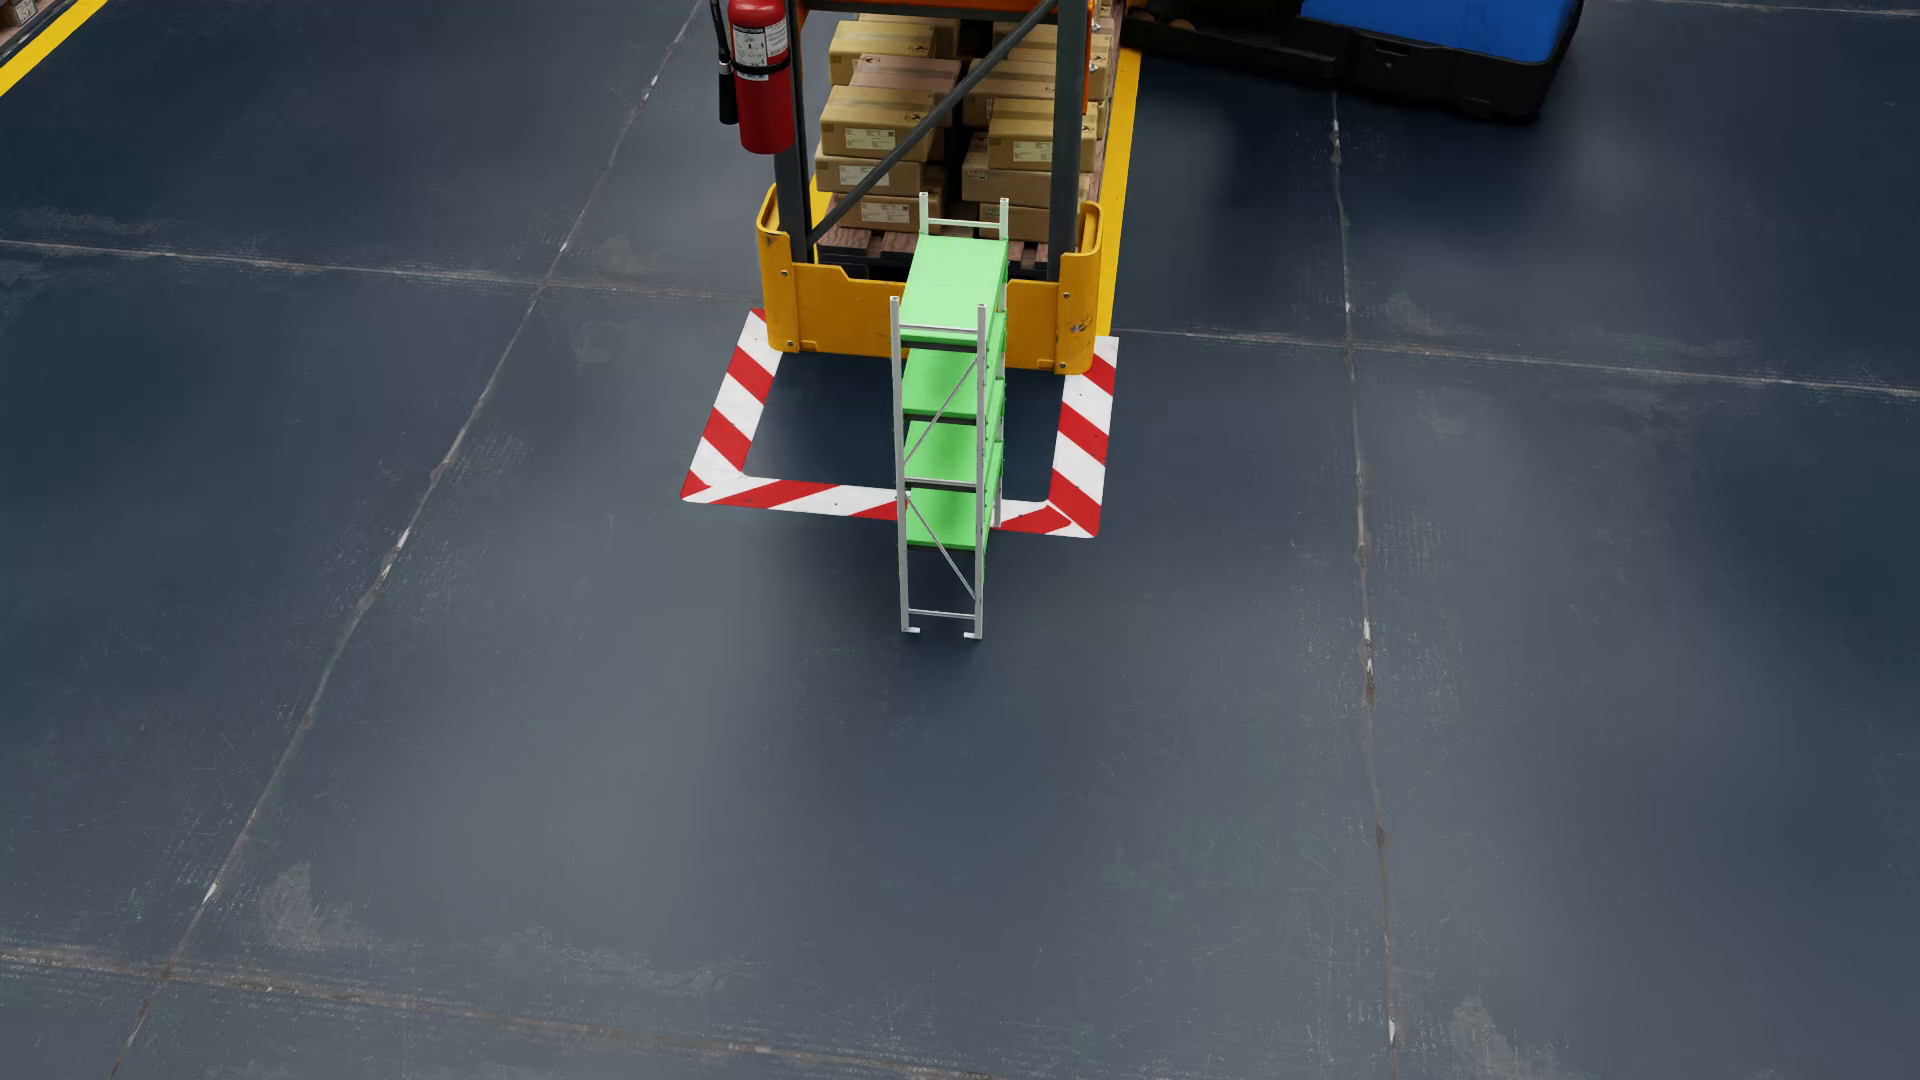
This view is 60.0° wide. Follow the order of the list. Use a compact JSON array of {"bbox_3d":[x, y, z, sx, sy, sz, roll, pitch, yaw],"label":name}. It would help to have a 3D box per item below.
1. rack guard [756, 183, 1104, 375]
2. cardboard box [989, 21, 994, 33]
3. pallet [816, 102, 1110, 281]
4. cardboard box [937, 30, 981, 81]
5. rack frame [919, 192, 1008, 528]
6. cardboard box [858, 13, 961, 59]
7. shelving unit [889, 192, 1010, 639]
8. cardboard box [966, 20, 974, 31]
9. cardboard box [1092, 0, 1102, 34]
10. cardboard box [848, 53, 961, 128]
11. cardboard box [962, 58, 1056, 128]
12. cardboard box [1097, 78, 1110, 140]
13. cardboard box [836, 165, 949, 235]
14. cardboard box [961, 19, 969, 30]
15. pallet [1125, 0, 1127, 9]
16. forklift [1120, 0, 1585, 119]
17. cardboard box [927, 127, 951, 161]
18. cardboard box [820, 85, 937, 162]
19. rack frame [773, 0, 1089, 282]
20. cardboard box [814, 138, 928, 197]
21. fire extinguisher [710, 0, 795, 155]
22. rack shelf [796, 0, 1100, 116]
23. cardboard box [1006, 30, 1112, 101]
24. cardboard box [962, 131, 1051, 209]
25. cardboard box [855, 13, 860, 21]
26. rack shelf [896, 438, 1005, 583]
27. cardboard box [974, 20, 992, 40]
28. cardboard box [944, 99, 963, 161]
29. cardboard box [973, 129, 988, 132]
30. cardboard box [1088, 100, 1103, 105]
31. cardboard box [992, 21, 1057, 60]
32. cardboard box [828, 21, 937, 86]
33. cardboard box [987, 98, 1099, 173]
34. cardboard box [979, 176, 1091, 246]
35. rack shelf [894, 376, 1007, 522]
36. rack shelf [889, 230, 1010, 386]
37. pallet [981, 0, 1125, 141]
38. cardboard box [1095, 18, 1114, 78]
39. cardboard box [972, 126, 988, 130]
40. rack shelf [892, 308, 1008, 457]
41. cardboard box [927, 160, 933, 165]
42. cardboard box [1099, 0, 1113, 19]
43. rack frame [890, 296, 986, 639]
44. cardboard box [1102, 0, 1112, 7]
[{"bbox_3d":[-0.099,-0.927,5.865,1.175,0.500,0.348,5,44,6],"label":"rack guard"},{"bbox_3d":[0.328,-2.241,6.987,0.380,0.149,0.250,7,44,8],"label":"cardboard box"},{"bbox_3d":[0.043,-1.373,6.546,1.003,0.211,1.213,5,44,6],"label":"pallet"},{"bbox_3d":[-0.118,-1.922,6.650,0.380,0.149,0.250,5,44,5],"label":"cardboard box"},{"bbox_3d":[0.010,-0.489,4.894,0.240,1.200,0.015,5,44,6],"label":"rack frame"},{"bbox_3d":[-0.195,-2.025,6.542,0.380,0.149,0.250,4,44,4],"label":"cardboard box"},{"bbox_3d":[-0.022,-0.323,4.718,0.258,1.200,0.503,5,44,6],"label":"shelving unit"},{"bbox_3d":[-0.145,-2.168,7.126,0.380,0.149,0.250,6,44,6],"label":"cardboard box"},{"bbox_3d":[0.371,-2.166,6.691,0.380,0.149,0.250,7,44,7],"label":"cardboard box"},{"bbox_3d":[-0.201,-1.666,6.163,0.380,0.149,0.250,6,44,6],"label":"cardboard box"},{"bbox_3d":[0.214,-1.641,6.137,0.380,0.149,0.250,6,44,6],"label":"cardboard box"},{"bbox_3d":[0.399,-1.748,6.683,0.380,0.149,0.250,6,44,6],"label":"cardboard box"},{"bbox_3d":[-0.247,-1.278,6.186,0.380,0.149,0.250,6,44,6],"label":"cardboard box"},{"bbox_3d":[-0.148,-2.275,7.023,0.380,0.149,0.250,7,44,8],"label":"cardboard box"},{"bbox_3d":[0.366,-3.036,8.302,1.003,0.211,1.213,5,44,6],"label":"pallet"},{"bbox_3d":[1.286,-3.558,6.876,3.031,2.935,1.130,18,46,18],"label":"forklift"},{"bbox_3d":[-0.235,-1.567,6.275,0.380,0.149,0.250,4,44,5],"label":"cardboard box"},{"bbox_3d":[-0.291,-1.500,5.988,0.380,0.149,0.250,6,44,6],"label":"cardboard box"},{"bbox_3d":[-0.109,-1.783,4.951,1.000,3.000,0.127,5,44,6],"label":"rack frame"},{"bbox_3d":[-0.323,-1.394,6.092,0.380,0.149,0.250,4,44,4],"label":"cardboard box"},{"bbox_3d":[-0.600,-1.490,4.969,0.296,0.674,0.183,5,44,6],"label":"fire extinguisher"},{"bbox_3d":[0.155,-2.885,6.638,1.077,0.370,4.000,5,44,6],"label":"rack shelf"},{"bbox_3d":[0.374,-1.801,6.306,0.380,0.149,0.250,5,44,5],"label":"cardboard box"},{"bbox_3d":[0.214,-1.342,6.037,0.380,0.149,0.250,7,44,7],"label":"cardboard box"},{"bbox_3d":[-0.215,-2.213,6.741,0.380,0.149,0.250,7,44,7],"label":"cardboard box"},{"bbox_3d":[-0.022,-0.102,4.927,0.258,0.148,0.480,5,44,6],"label":"rack shelf"},{"bbox_3d":[-0.038,-2.333,7.301,0.380,0.149,0.250,6,44,7],"label":"cardboard box"},{"bbox_3d":[-0.193,-1.635,6.563,0.380,0.149,0.250,5,44,5],"label":"cardboard box"},{"bbox_3d":[0.257,-1.584,6.509,0.380,0.149,0.250,6,44,6],"label":"cardboard box"},{"bbox_3d":[0.393,-1.863,6.588,0.380,0.149,0.250,7,44,7],"label":"cardboard box"},{"bbox_3d":[0.325,-1.978,6.493,0.380,0.149,0.250,3,44,3],"label":"cardboard box"},{"bbox_3d":[-0.292,-1.854,6.362,0.380,0.149,0.250,4,44,5],"label":"cardboard box"},{"bbox_3d":[0.297,-1.442,5.927,0.380,0.149,0.250,3,44,4],"label":"cardboard box"},{"bbox_3d":[0.277,-1.228,6.134,0.380,0.149,0.250,6,44,6],"label":"cardboard box"},{"bbox_3d":[-0.022,-0.276,4.762,0.258,0.148,0.480,5,44,6],"label":"rack shelf"},{"bbox_3d":[-0.022,-0.625,4.432,0.258,0.148,0.480,5,44,6],"label":"rack shelf"},{"bbox_3d":[0.207,-2.202,7.422,1.003,0.211,1.213,5,44,6],"label":"pallet"},{"bbox_3d":[0.457,-2.093,7.046,0.380,0.149,0.250,3,44,3],"label":"cardboard box"},{"bbox_3d":[0.251,-1.698,6.414,0.380,0.149,0.250,6,44,6],"label":"cardboard box"},{"bbox_3d":[-0.022,-0.451,4.597,0.258,0.148,0.480,5,44,6],"label":"rack shelf"},{"bbox_3d":[-0.313,-1.462,6.381,0.380,0.149,0.250,6,44,7],"label":"cardboard box"},{"bbox_3d":[0.468,-2.284,7.248,0.380,0.149,0.250,5,44,6],"label":"cardboard box"},{"bbox_3d":[-0.054,-0.156,4.543,0.240,1.200,0.015,5,44,6],"label":"rack frame"},{"bbox_3d":[0.451,-2.341,6.876,0.380,0.149,0.250,6,44,6],"label":"cardboard box"}]
